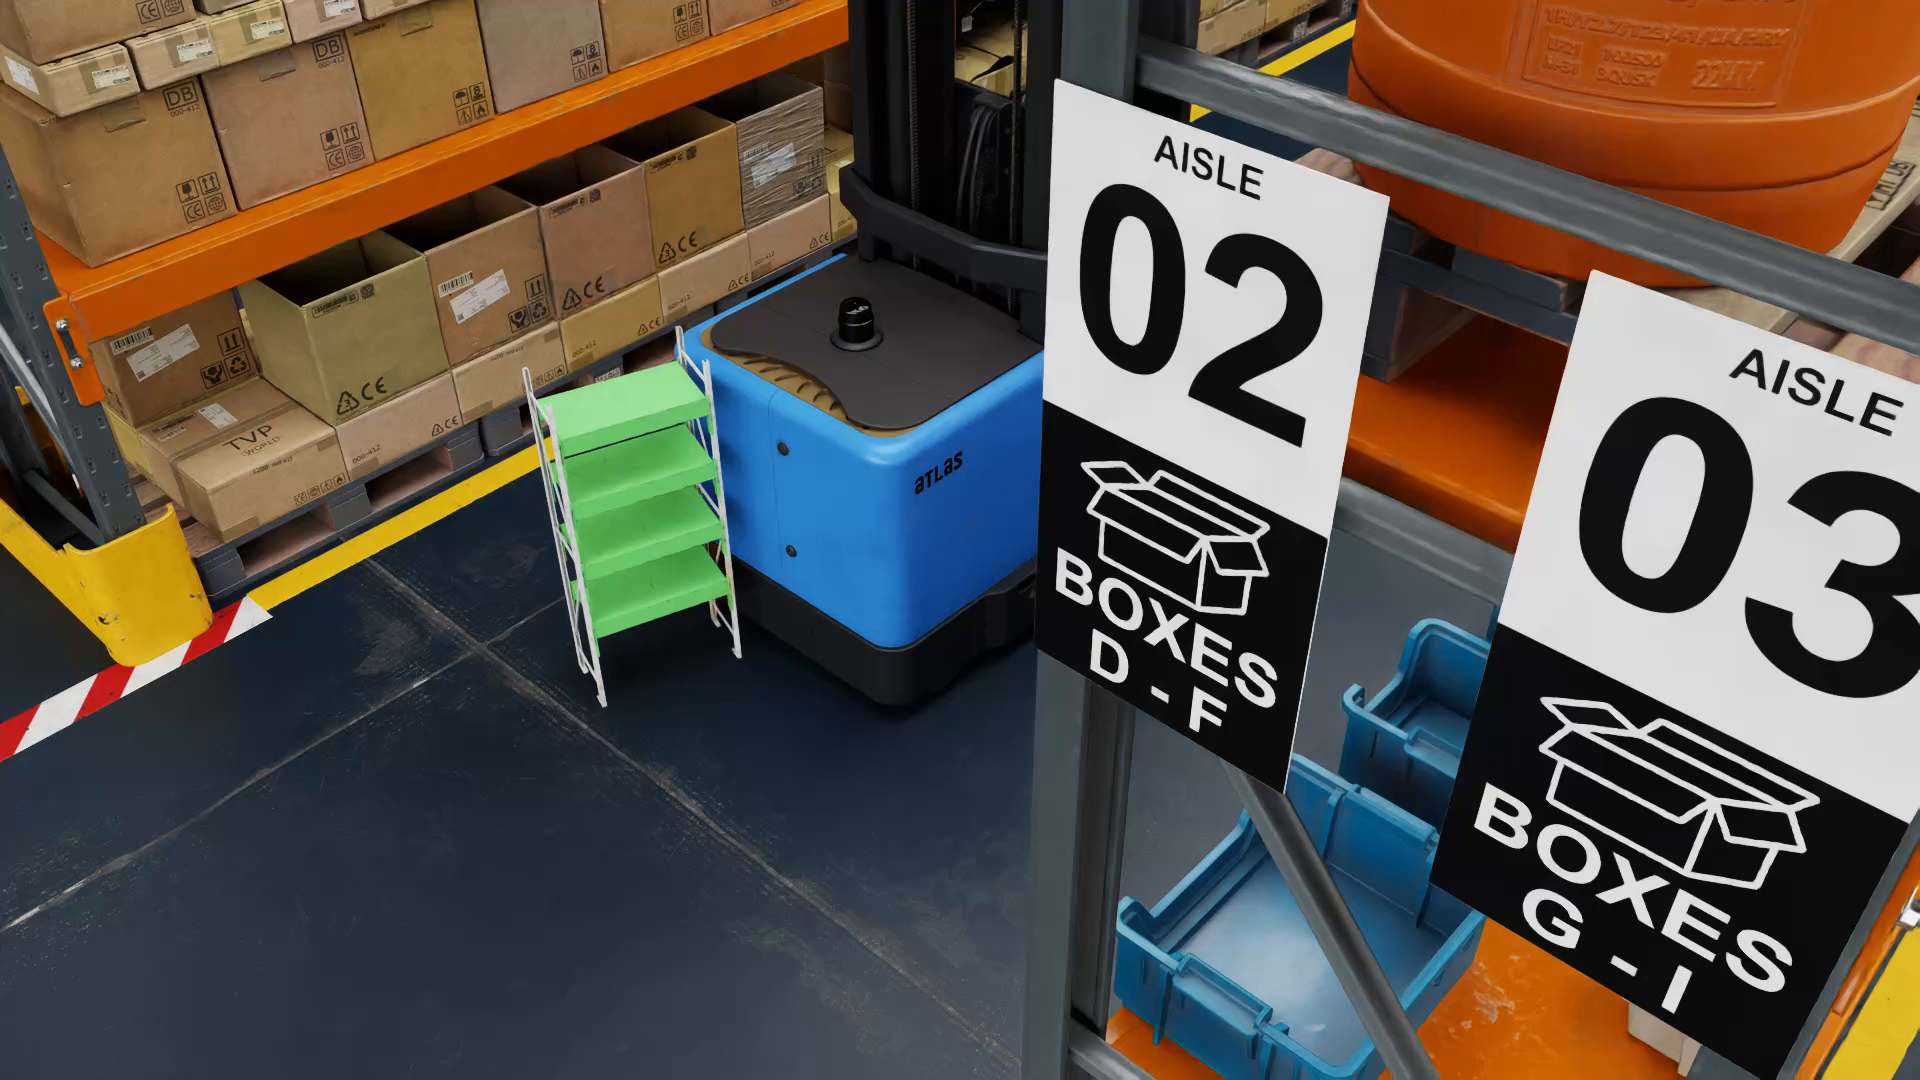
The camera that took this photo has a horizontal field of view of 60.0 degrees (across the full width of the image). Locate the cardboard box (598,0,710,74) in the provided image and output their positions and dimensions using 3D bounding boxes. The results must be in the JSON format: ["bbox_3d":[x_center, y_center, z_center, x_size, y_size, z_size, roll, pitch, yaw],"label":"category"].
[{"bbox_3d":[-1.430,-2.254,6.594,0.700,0.500,0.500,30,48,32],"label":"cardboard box"}]

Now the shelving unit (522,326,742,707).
[{"bbox_3d":[-1.031,-0.053,5.353,0.503,1.200,0.258,-19,42,-22],"label":"shelving unit"}]

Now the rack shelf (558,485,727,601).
[{"bbox_3d":[-1.031,-0.003,5.393,0.480,0.148,0.258,-19,42,-22],"label":"rack shelf"}]

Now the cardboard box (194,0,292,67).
[{"bbox_3d":[-2.373,-1.677,5.347,0.380,0.149,0.250,30,47,32],"label":"cardboard box"}]

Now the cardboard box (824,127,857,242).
[{"bbox_3d":[-0.595,-1.679,7.823,0.500,0.250,0.500,30,47,32],"label":"cardboard box"}]

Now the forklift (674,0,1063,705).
[{"bbox_3d":[0.425,-1.437,5.702,1.130,2.935,3.031,30,47,32],"label":"forklift"}]

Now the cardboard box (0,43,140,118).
[{"bbox_3d":[-2.718,-1.440,5.050,0.380,0.149,0.250,29,47,32],"label":"cardboard box"}]

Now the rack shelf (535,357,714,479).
[{"bbox_3d":[-1.031,-0.379,5.094,0.480,0.148,0.258,-19,42,-22],"label":"rack shelf"}]

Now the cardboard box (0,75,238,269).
[{"bbox_3d":[-2.817,-1.306,5.402,0.700,0.500,0.500,30,47,32],"label":"cardboard box"}]

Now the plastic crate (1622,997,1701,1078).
[{"bbox_3d":[1.353,0.851,2.981,0.298,0.136,0.250,30,47,32],"label":"plastic crate"}]

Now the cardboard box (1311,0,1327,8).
[{"bbox_3d":[2.080,-3.477,10.084,0.500,0.250,0.500,31,48,33],"label":"cardboard box"}]

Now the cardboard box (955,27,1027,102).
[{"bbox_3d":[0.019,-2.288,8.139,0.500,0.311,0.500,30,47,32],"label":"cardboard box"}]

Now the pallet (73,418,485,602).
[{"bbox_3d":[-2.657,-0.335,6.502,1.003,0.211,1.213,30,47,32],"label":"pallet"}]

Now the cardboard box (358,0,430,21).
[{"bbox_3d":[-2.023,-1.915,5.647,0.380,0.149,0.250,28,46,31],"label":"cardboard box"}]

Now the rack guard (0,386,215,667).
[{"bbox_3d":[-3.158,-0.068,5.934,1.175,0.500,0.348,30,47,32],"label":"rack guard"}]

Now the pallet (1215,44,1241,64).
[{"bbox_3d":[0.848,-2.722,9.503,1.003,0.211,1.213,30,47,32],"label":"pallet"}]

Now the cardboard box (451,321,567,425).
[{"bbox_3d":[-1.944,-0.759,6.667,0.500,0.250,0.500,30,47,32],"label":"cardboard box"}]

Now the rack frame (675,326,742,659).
[{"bbox_3d":[-0.817,-0.127,5.446,0.015,1.200,0.240,-19,42,-22],"label":"rack frame"}]

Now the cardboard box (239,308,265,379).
[{"bbox_3d":[-2.670,-0.751,6.656,0.500,0.250,0.500,30,47,32],"label":"cardboard box"}]

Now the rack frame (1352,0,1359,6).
[{"bbox_3d":[2.255,-4.733,9.792,1.000,3.000,0.127,30,47,32],"label":"rack frame"}]

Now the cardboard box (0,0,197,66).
[{"bbox_3d":[-2.782,-1.838,5.029,0.700,0.500,0.500,30,47,32],"label":"cardboard box"}]

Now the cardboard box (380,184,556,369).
[{"bbox_3d":[-1.952,-1.058,6.439,0.500,0.500,0.500,30,47,32],"label":"cardboard box"}]

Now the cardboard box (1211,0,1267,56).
[{"bbox_3d":[1.394,-3.009,9.496,0.500,0.250,0.500,31,48,33],"label":"cardboard box"}]

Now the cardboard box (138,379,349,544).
[{"bbox_3d":[-2.616,-0.299,6.087,0.500,0.250,0.500,30,47,32],"label":"cardboard box"}]

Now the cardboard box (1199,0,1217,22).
[{"bbox_3d":[1.056,-2.995,9.028,0.500,0.311,0.500,31,48,33],"label":"cardboard box"}]

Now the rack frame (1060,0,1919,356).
[{"bbox_3d":[0.512,-1.324,0.685,1.000,3.000,0.127,30,47,32],"label":"rack frame"}]

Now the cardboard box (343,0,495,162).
[{"bbox_3d":[-2.127,-1.775,5.991,0.700,0.500,0.500,30,47,32],"label":"cardboard box"}]

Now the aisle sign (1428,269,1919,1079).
[{"bbox_3d":[0.680,0.163,1.547,0.394,0.787,0.004,30,47,32],"label":"aisle sign"}]

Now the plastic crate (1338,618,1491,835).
[{"bbox_3d":[1.071,0.431,3.418,0.499,0.251,0.408,30,47,32],"label":"plastic crate"}]

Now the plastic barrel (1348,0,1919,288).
[{"bbox_3d":[0.746,-0.759,1.702,0.600,0.830,0.708,30,47,32],"label":"plastic barrel"}]

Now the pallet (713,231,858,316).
[{"bbox_3d":[-1.011,-1.456,7.911,1.003,0.211,1.213,30,47,32],"label":"pallet"}]

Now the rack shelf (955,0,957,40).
[{"bbox_3d":[0.906,-3.532,8.860,1.077,0.370,4.000,30,47,32],"label":"rack shelf"}]

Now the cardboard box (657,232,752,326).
[{"bbox_3d":[-1.266,-1.217,7.242,0.500,0.250,0.500,30,47,32],"label":"cardboard box"}]

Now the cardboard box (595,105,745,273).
[{"bbox_3d":[-1.275,-1.516,7.016,0.500,0.500,0.500,30,47,32],"label":"cardboard box"}]

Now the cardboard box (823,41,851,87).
[{"bbox_3d":[-0.382,-2.509,8.417,0.500,0.311,0.500,30,47,32],"label":"cardboard box"}]

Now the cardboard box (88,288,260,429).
[{"bbox_3d":[-3.000,-0.811,6.129,0.500,0.500,0.500,30,47,32],"label":"cardboard box"}]

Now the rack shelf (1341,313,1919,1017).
[{"bbox_3d":[1.861,-0.787,2.998,1.077,0.370,4.000,30,47,32],"label":"rack shelf"}]
